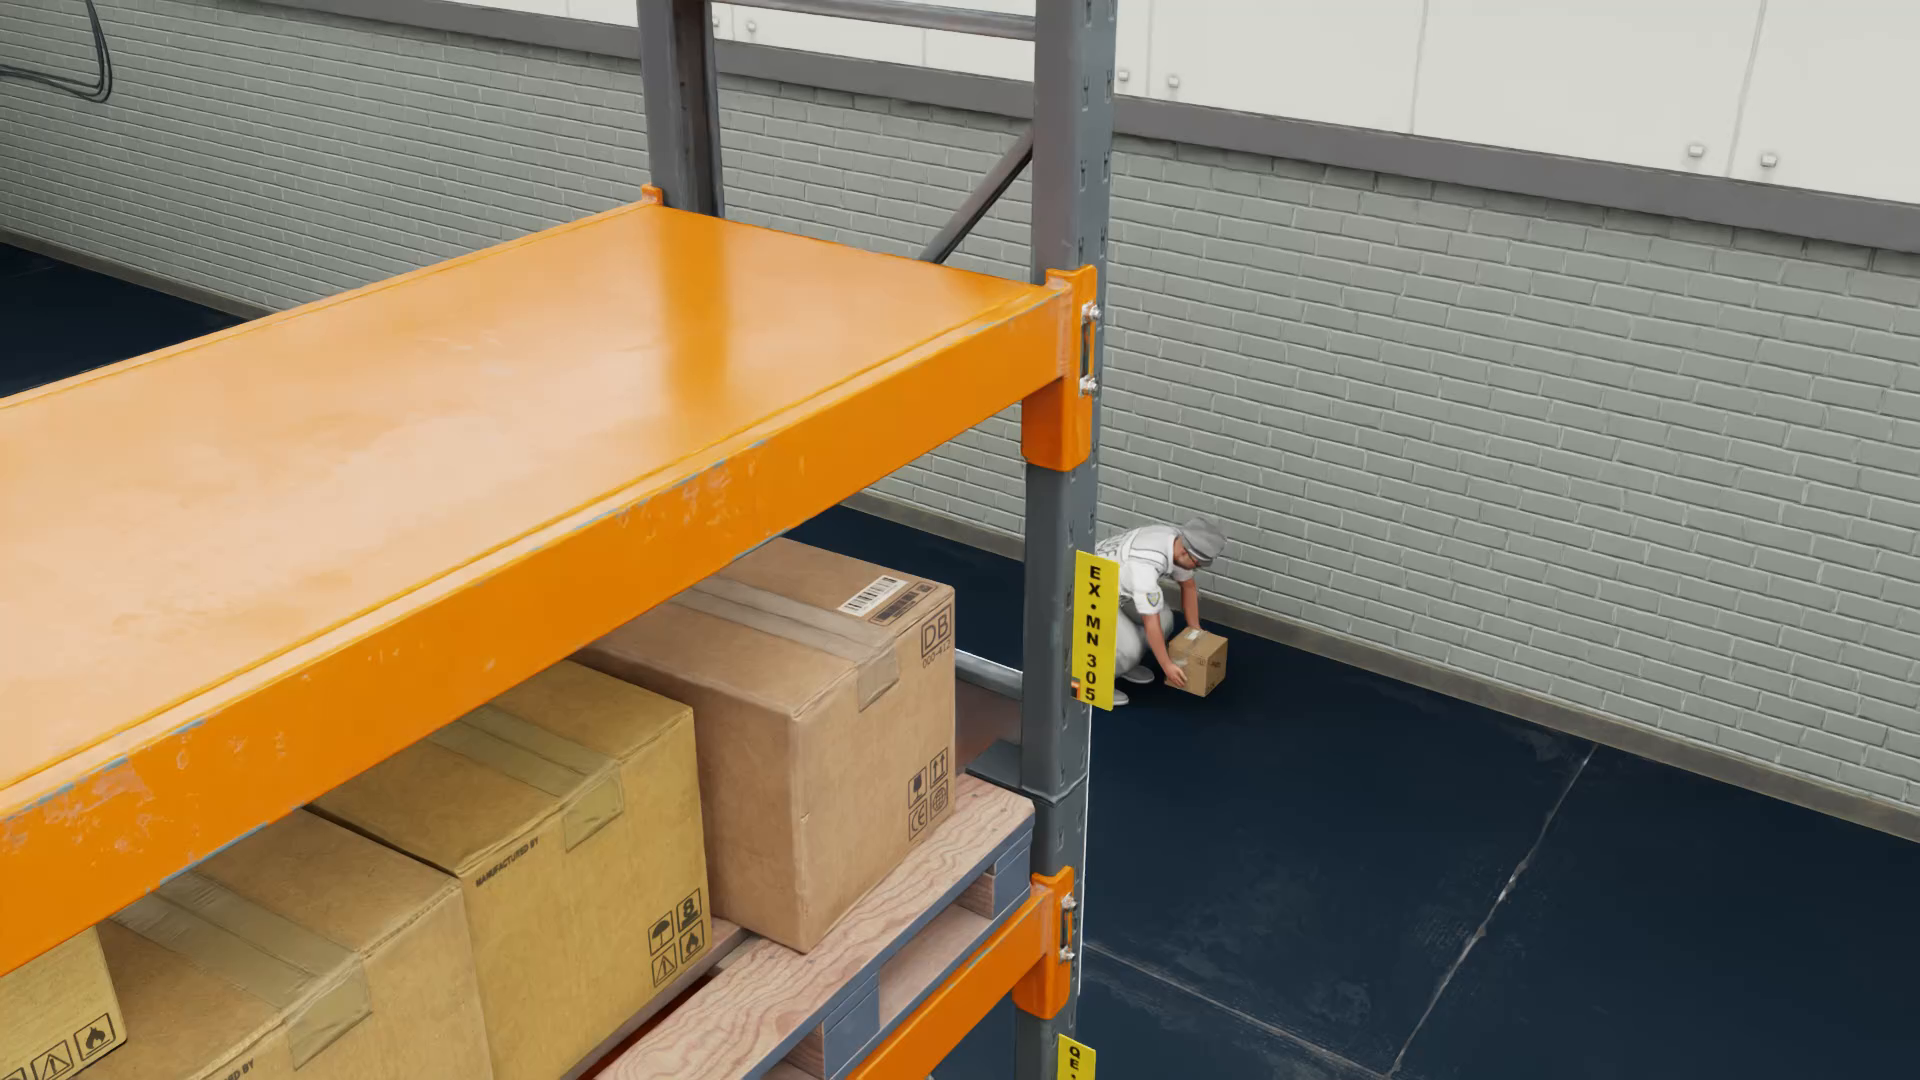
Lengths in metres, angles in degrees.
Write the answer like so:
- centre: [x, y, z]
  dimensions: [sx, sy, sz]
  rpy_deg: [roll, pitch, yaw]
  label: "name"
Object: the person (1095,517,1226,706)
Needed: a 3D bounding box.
- centre: [0.993, 0.346, 9.179]
  dimensions: [0.912, 1.121, 0.576]
  rpy_deg: [17, 31, 30]
  label: "person"
